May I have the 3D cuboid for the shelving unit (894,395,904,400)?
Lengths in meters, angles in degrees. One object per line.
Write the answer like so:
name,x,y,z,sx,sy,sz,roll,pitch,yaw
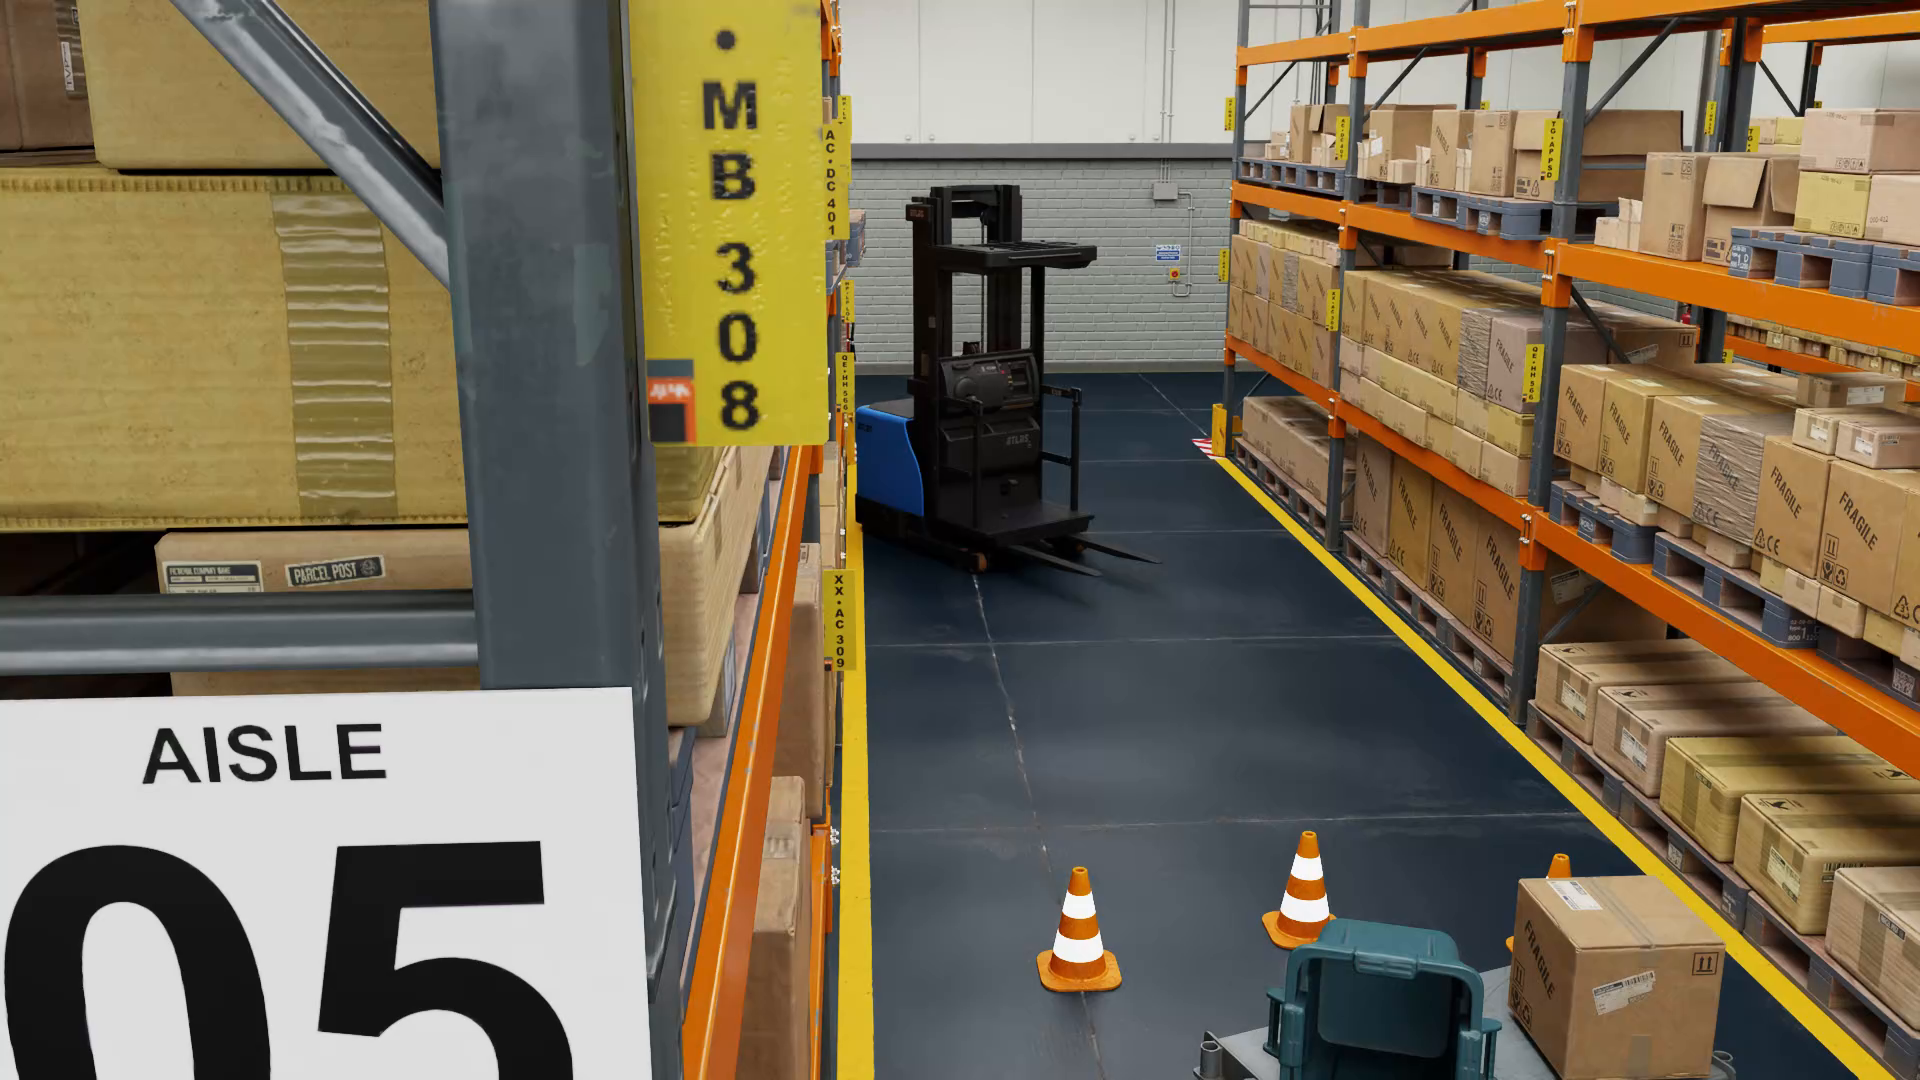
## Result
shelving unit,-0.452,-0.754,14.851,0.215,1.050,0.252,4,15,14

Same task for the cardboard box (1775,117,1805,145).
cardboard box,8.053,-3.848,15.644,0.500,0.250,0.500,-1,14,-4

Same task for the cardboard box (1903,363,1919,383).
cardboard box,8.195,-1.407,13.978,0.380,0.149,0.250,-1,14,-3

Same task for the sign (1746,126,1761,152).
sign,4.302,-2.092,9.078,0.100,0.325,0.005,-1,14,-3

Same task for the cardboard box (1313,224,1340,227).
cardboard box,3.601,-2.942,15.932,0.380,0.149,0.250,-1,14,-2

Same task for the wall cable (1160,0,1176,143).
wall cable,2.631,-6.686,21.953,0.463,3.000,0.029,-1,14,-3

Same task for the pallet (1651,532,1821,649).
pallet,3.924,0.204,7.599,1.003,0.211,1.213,-1,14,-3

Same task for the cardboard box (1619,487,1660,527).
cardboard box,3.547,-0.170,8.330,0.380,0.149,0.250,-1,14,-3

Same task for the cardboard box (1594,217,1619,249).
cardboard box,3.610,-1.631,8.829,0.380,0.149,0.250,-1,14,-3

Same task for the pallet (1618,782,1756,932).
pallet,3.880,1.467,7.902,1.003,0.211,1.213,-1,14,-3

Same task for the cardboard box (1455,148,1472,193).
cardboard box,3.326,-2.309,10.387,0.396,0.266,0.258,-1,14,-5

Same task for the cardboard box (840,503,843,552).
cardboard box,-1.024,-0.060,10.907,0.500,0.250,0.500,-1,14,-3

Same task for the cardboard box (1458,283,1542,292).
cardboard box,3.842,-1.546,11.808,0.500,0.500,0.500,0,14,-2

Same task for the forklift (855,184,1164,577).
forklift,0.371,-1.293,13.171,1.130,2.935,3.031,-10,18,-35

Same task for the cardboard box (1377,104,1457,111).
cardboard box,3.686,-3.278,13.483,0.500,0.500,0.500,-1,14,-2

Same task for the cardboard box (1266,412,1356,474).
cardboard box,3.471,-0.943,15.970,0.875,0.438,0.875,0,14,-2

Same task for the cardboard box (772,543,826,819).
cardboard box,-0.787,0.347,4.188,0.875,0.550,0.550,-1,14,-3

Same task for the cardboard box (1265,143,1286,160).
cardboard box,3.103,-3.679,15.746,0.380,0.149,0.250,0,14,-1

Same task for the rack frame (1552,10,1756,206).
rack frame,3.761,-3.286,8.739,1.000,3.000,0.127,-1,14,-3

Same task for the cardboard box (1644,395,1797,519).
cardboard box,3.636,-0.400,7.919,0.500,0.500,0.500,-1,14,-2

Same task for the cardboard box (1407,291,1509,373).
cardboard box,3.379,-1.415,11.298,0.500,0.500,0.500,-1,14,-4

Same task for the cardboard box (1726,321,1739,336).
cardboard box,8.027,-2.178,16.974,0.380,0.149,0.250,-1,14,-2

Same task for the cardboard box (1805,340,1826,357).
cardboard box,8.117,-1.791,15.471,0.380,0.149,0.250,-1,14,-4

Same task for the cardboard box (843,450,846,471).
cardboard box,-1.231,-0.719,15.082,0.380,0.149,0.250,-1,14,-3

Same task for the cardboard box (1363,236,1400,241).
cardboard box,3.721,-2.560,14.449,0.380,0.149,0.250,-1,14,-5

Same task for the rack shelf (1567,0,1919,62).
rack shelf,3.885,-2.247,6.945,1.077,0.370,4.000,-1,14,-3

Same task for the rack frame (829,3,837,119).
rack frame,-1.421,-4.179,12.210,1.000,3.000,0.127,-1,14,-3

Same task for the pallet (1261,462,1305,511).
pallet,3.465,-0.519,15.622,1.003,0.211,1.213,-1,14,-3

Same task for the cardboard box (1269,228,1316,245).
cardboard box,3.076,-2.802,15.386,0.380,0.149,0.250,-1,14,-3

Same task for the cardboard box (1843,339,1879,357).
cardboard box,8.146,-1.772,14.596,0.500,0.250,0.500,-1,14,-3

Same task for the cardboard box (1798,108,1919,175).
cardboard box,3.760,-1.607,6.688,0.500,0.250,0.500,-1,14,-3

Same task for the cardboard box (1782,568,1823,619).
cardboard box,3.631,0.216,6.828,0.380,0.149,0.250,-1,14,-3

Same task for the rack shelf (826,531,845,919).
rack shelf,-1.050,0.567,7.248,1.077,0.370,4.000,-1,14,-3

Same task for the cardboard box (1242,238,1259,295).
cardboard box,3.049,-2.651,16.102,0.500,0.500,0.500,-1,14,-5

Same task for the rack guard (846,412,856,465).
rack guard,-1.665,-1.039,17.062,1.175,0.500,0.348,-1,14,-3

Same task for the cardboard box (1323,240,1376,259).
cardboard box,3.262,-2.423,13.916,0.380,0.149,0.250,-1,14,-3

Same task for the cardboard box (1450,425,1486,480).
cardboard box,3.423,-0.557,10.471,0.500,0.250,0.500,-1,14,-2

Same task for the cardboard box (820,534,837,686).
cardboard box,-0.750,0.282,6.708,0.500,0.500,0.500,-1,14,-4

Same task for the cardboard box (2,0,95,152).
cardboard box,-1.067,-0.463,1.646,0.380,0.149,0.250,-1,14,-3

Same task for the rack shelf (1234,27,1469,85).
rack shelf,3.389,-4.236,14.678,1.077,0.370,4.000,-1,14,-3

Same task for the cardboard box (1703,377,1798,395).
cardboard box,4.109,-0.539,8.462,0.500,0.500,0.500,-1,14,-4

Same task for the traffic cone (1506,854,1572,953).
traffic cone,2.534,1.556,7.050,0.336,0.463,0.334,-1,14,-3

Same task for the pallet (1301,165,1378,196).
pallet,3.473,-2.989,13.781,1.003,0.211,1.213,-1,14,-3

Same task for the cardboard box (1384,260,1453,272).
cardboard box,3.725,-2.030,13.690,0.500,0.500,0.500,-1,14,-3

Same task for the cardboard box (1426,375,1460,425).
cardboard box,3.389,-0.921,10.884,0.500,0.250,0.500,-1,14,-5

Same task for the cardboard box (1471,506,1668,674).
cardboard box,3.801,0.272,10.371,0.875,0.875,0.875,-1,14,-4

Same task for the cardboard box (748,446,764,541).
cardboard box,-0.411,-0.088,1.790,0.380,0.149,0.250,-1,14,-3

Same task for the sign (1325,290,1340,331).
sign,2.959,-1.824,13.200,0.100,0.325,0.005,-1,14,-3

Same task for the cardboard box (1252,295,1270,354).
cardboard box,3.081,-2.043,15.745,0.500,0.500,0.500,-1,14,-4
